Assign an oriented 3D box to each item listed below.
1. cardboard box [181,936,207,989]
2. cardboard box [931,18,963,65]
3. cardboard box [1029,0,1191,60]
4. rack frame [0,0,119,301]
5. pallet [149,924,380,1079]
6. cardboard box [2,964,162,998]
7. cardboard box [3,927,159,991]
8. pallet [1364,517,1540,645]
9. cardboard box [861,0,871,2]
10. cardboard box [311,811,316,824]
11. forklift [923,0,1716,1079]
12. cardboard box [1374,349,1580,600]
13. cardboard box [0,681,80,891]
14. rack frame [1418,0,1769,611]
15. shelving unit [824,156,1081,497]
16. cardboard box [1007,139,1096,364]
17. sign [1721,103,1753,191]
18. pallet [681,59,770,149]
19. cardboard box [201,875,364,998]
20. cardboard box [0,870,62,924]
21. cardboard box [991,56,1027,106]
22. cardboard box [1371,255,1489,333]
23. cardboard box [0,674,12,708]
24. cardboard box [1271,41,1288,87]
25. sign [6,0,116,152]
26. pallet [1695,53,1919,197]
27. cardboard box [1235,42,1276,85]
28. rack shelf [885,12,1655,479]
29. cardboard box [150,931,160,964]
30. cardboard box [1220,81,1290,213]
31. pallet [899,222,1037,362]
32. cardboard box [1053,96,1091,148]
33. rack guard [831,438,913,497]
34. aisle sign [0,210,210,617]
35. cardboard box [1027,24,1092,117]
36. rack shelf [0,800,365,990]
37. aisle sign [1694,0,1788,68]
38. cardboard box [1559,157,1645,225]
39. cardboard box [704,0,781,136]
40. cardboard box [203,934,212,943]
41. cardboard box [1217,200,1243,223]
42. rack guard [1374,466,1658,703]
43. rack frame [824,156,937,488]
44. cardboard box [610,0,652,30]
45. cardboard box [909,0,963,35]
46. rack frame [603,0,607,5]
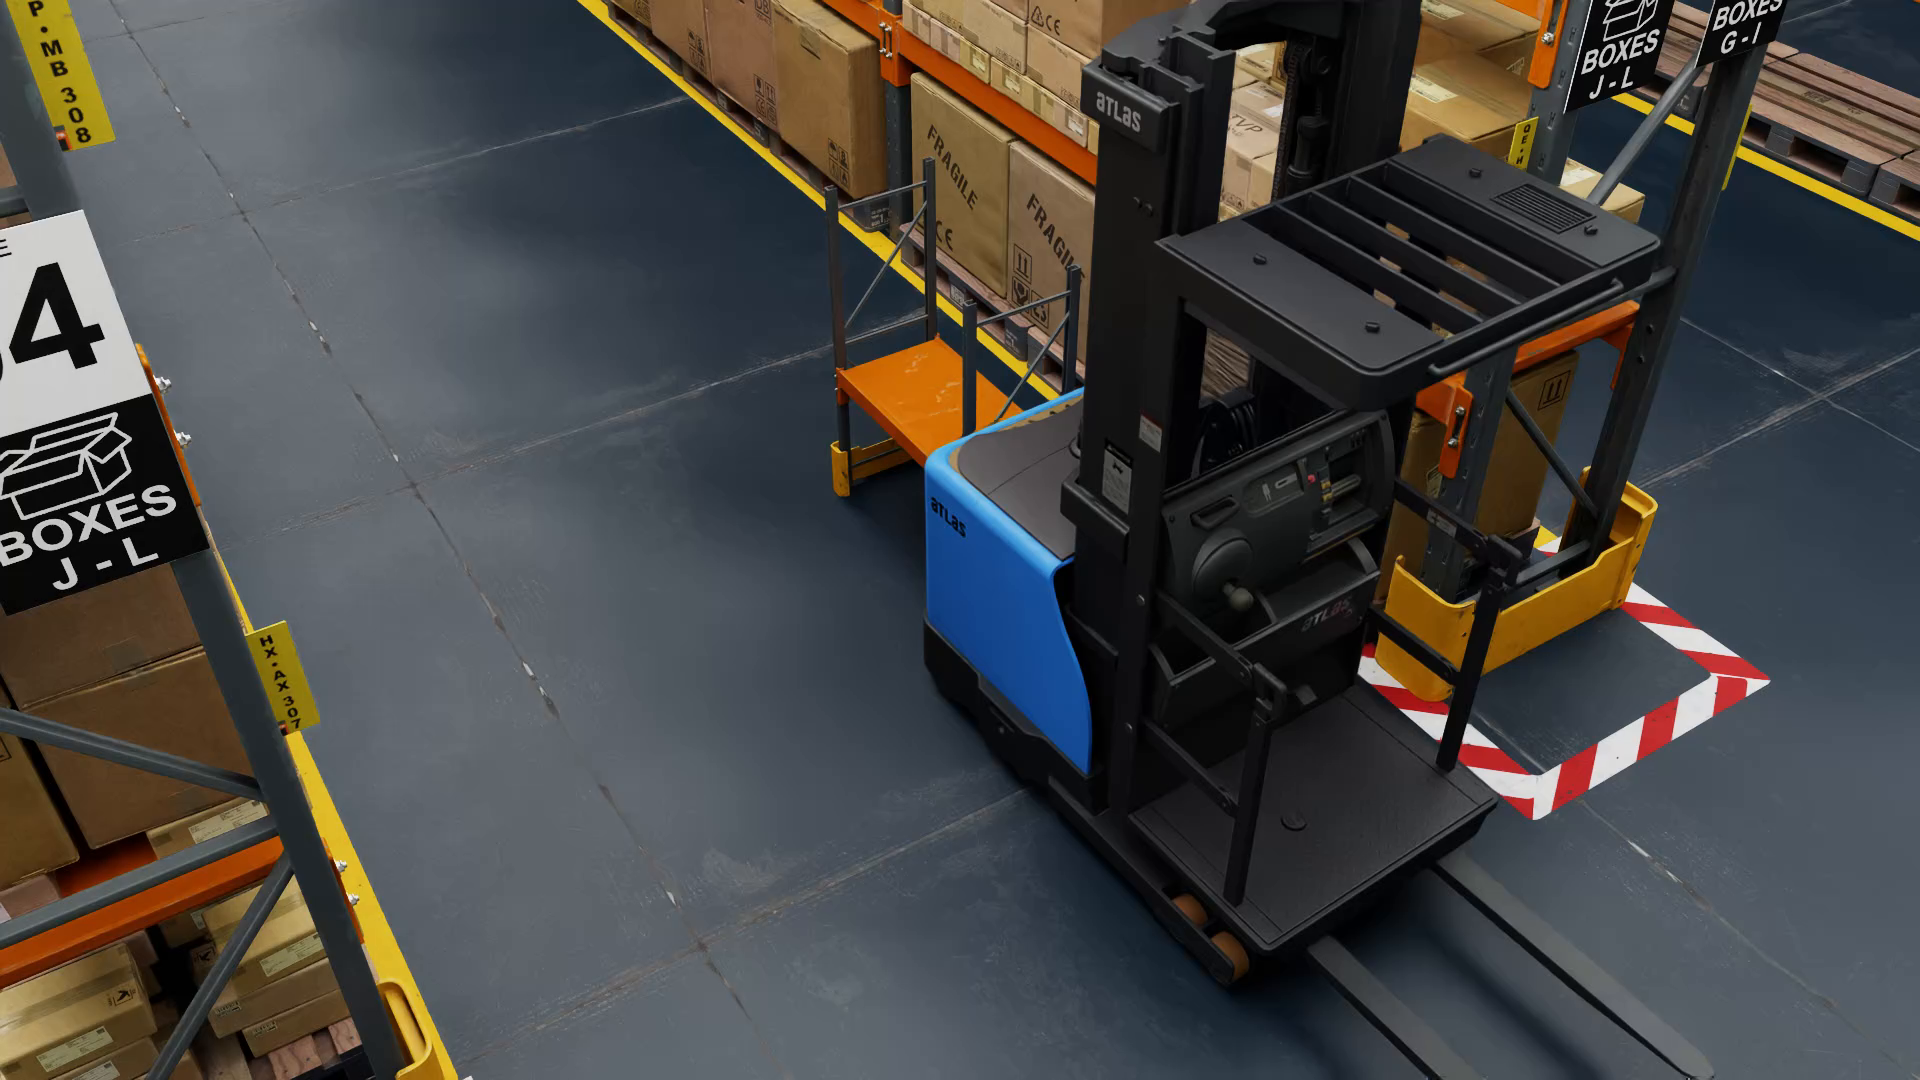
[{"bbox_3d":[-2.245,1.272,5.279,0.380,0.149,0.250,-22,45,-25],"label":"cardboard box"},{"bbox_3d":[0.082,-2.455,8.049,0.380,0.149,0.250,-24,45,-26],"label":"cardboard box"},{"bbox_3d":[0.646,-2.418,7.108,0.500,0.500,0.500,-24,45,-26],"label":"cardboard box"},{"bbox_3d":[-2.024,-1.461,1.973,1.000,3.000,0.127,-22,45,-24],"label":"rack frame"},{"bbox_3d":[-2.471,1.424,5.376,1.003,0.211,1.213,-22,45,-24],"label":"pallet"},{"bbox_3d":[-2.643,1.318,4.992,0.380,0.149,0.250,-23,45,-25],"label":"cardboard box"},{"bbox_3d":[-2.609,1.196,4.906,0.380,0.149,0.250,-21,44,-24],"label":"cardboard box"},{"bbox_3d":[1.717,-0.142,7.255,1.003,0.211,1.213,-22,45,-24],"label":"pallet"},{"bbox_3d":[-0.420,-3.164,8.626,0.500,0.500,0.500,-22,45,-24],"label":"cardboard box"},{"bbox_3d":[-2.296,0.862,5.306,0.380,0.149,0.250,-22,45,-25],"label":"cardboard box"},{"bbox_3d":[1.119,-0.021,4.986,1.130,2.935,3.031,-24,46,-26],"label":"forklift"},{"bbox_3d":[1.801,-0.472,6.804,0.875,0.875,0.875,-22,45,-24],"label":"cardboard box"},{"bbox_3d":[-2.482,0.538,3.951,0.500,0.500,0.500,-21,44,-24],"label":"cardboard box"},{"bbox_3d":[2.213,-0.809,5.877,1.000,3.000,0.127,-22,45,-24],"label":"rack frame"},{"bbox_3d":[-0.041,-0.617,6.819,0.587,1.500,1.083,-22,45,-24],"label":"shelving unit"},{"bbox_3d":[0.833,-1.443,7.970,0.875,0.875,0.875,-22,45,-24],"label":"cardboard box"},{"bbox_3d":[2.684,-1.359,5.800,0.100,0.325,0.005,-22,45,-24],"label":"sign"},{"bbox_3d":[-1.077,-2.946,10.620,1.003,0.211,1.213,-22,45,-24],"label":"pallet"},{"bbox_3d":[-2.019,1.150,4.961,0.380,0.149,0.250,-24,46,-26],"label":"cardboard box"},{"bbox_3d":[-2.437,0.862,4.069,0.380,0.149,0.250,-22,45,-24],"label":"cardboard box"},{"bbox_3d":[0.367,-2.172,7.709,0.380,0.149,0.250,-23,45,-26],"label":"cardboard box"},{"bbox_3d":[1.728,-1.035,6.034,0.500,0.250,0.500,-23,45,-25],"label":"cardboard box"},{"bbox_3d":[-2.479,0.146,3.640,0.500,0.500,0.500,-23,45,-25],"label":"cardboard box"},{"bbox_3d":[1.630,-2.053,6.669,0.500,0.500,0.500,-23,45,-26],"label":"cardboard box"},{"bbox_3d":[-1.566,-0.831,2.878,0.100,0.325,0.005,-22,45,-24],"label":"sign"},{"bbox_3d":[5.326,-2.558,10.155,1.003,0.211,1.213,-22,45,-24],"label":"pallet"},{"bbox_3d":[1.345,-2.048,7.249,0.500,0.250,0.500,-23,45,-25],"label":"cardboard box"},{"bbox_3d":[1.137,-1.612,7.403,1.077,0.370,4.000,-22,45,-24],"label":"rack shelf"},{"bbox_3d":[-2.776,1.290,5.258,0.380,0.149,0.250,-22,45,-25],"label":"cardboard box"},{"bbox_3d":[1.182,-1.584,6.693,0.500,0.250,0.500,-24,45,-26],"label":"cardboard box"},{"bbox_3d":[0.405,-1.459,8.836,1.003,0.211,1.213,-22,45,-24],"label":"pallet"},{"bbox_3d":[0.638,-1.897,7.380,0.380,0.149,0.250,-22,44,-24],"label":"cardboard box"},{"bbox_3d":[-0.309,-0.406,7.542,0.587,0.250,0.087,-22,45,-24],"label":"rack guard"},{"bbox_3d":[-1.731,-0.218,3.138,0.394,0.787,0.004,-22,45,-24],"label":"aisle sign"},{"bbox_3d":[0.640,-2.133,7.351,0.500,0.250,0.500,-21,44,-23],"label":"cardboard box"},{"bbox_3d":[-3.099,0.041,5.419,1.077,0.370,4.000,-22,45,-24],"label":"rack shelf"},{"bbox_3d":[2.504,-1.872,5.122,0.394,0.787,0.004,-22,45,-24],"label":"aisle sign"},{"bbox_3d":[2.182,-1.217,6.252,0.500,0.250,0.500,-23,45,-25],"label":"cardboard box"},{"bbox_3d":[-0.780,-3.133,9.999,1.225,0.875,0.875,-24,45,-26],"label":"cardboard box"},{"bbox_3d":[-2.189,1.125,5.223,0.380,0.149,0.250,-22,45,-25],"label":"cardboard box"},{"bbox_3d":[1.193,-1.342,6.713,0.380,0.149,0.250,-23,45,-25],"label":"cardboard box"},{"bbox_3d":[2.226,0.165,6.662,1.175,0.500,0.348,-22,45,-24],"label":"rack guard"},{"bbox_3d":[-0.319,-0.897,7.154,0.500,1.500,0.032,-22,45,-24],"label":"rack frame"},{"bbox_3d":[-1.735,-4.092,11.149,1.225,0.875,0.875,-24,46,-26],"label":"cardboard box"},{"bbox_3d":[0.094,-2.680,8.008,0.500,0.250,0.500,-23,45,-25],"label":"cardboard box"},{"bbox_3d":[-2.089,-5.126,11.059,1.000,3.000,0.127,-22,45,-24],"label":"rack frame"}]
